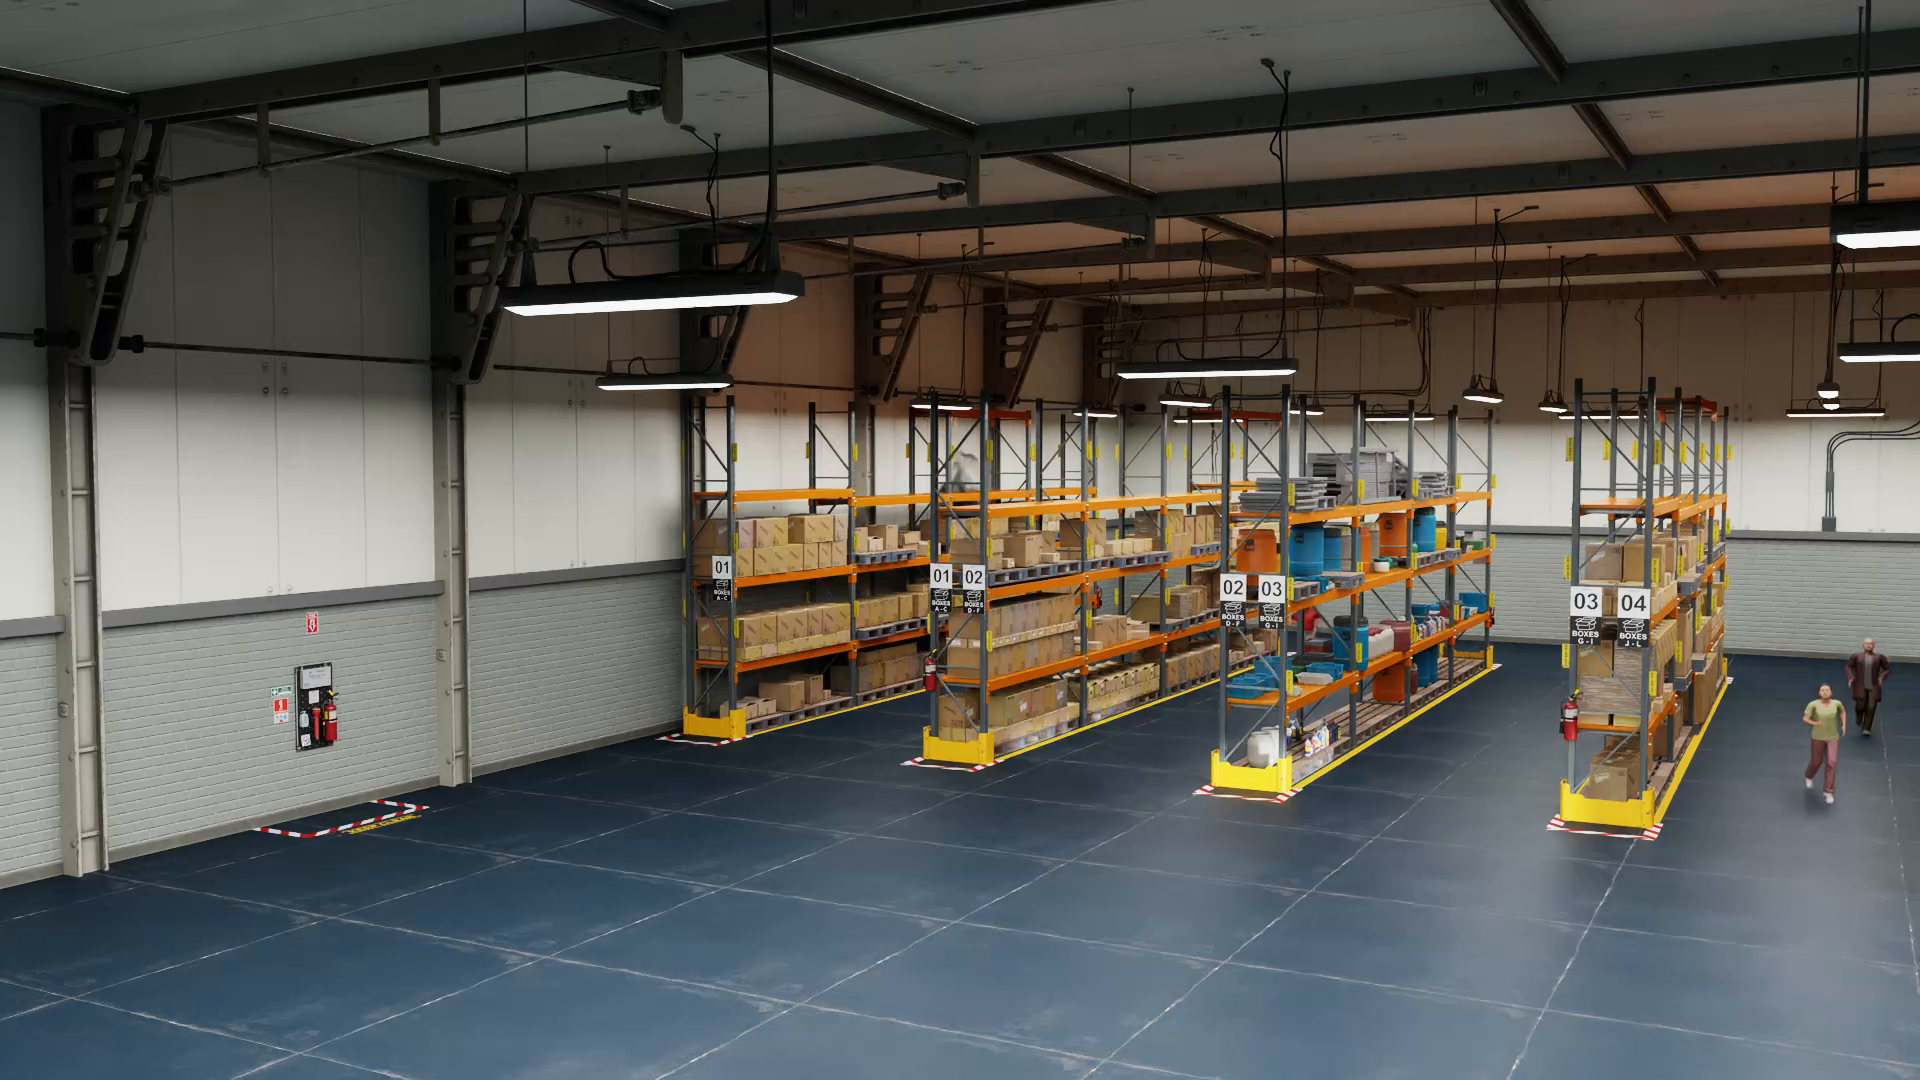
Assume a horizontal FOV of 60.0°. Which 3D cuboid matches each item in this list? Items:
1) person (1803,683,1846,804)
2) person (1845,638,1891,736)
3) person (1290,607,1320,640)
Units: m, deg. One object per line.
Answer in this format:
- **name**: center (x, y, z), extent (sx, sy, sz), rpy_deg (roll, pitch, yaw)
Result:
- **person**: center (12.517, 2.897, 24.094), extent (0.585, 1.684, 0.968), rpy_deg (1, 3, 19)
- **person**: center (16.071, 2.600, 29.438), extent (0.724, 1.730, 0.630), rpy_deg (1, 3, 26)
- **person**: center (7.738, 2.195, 37.363), extent (0.627, 1.807, 0.800), rpy_deg (1, 3, 18)
